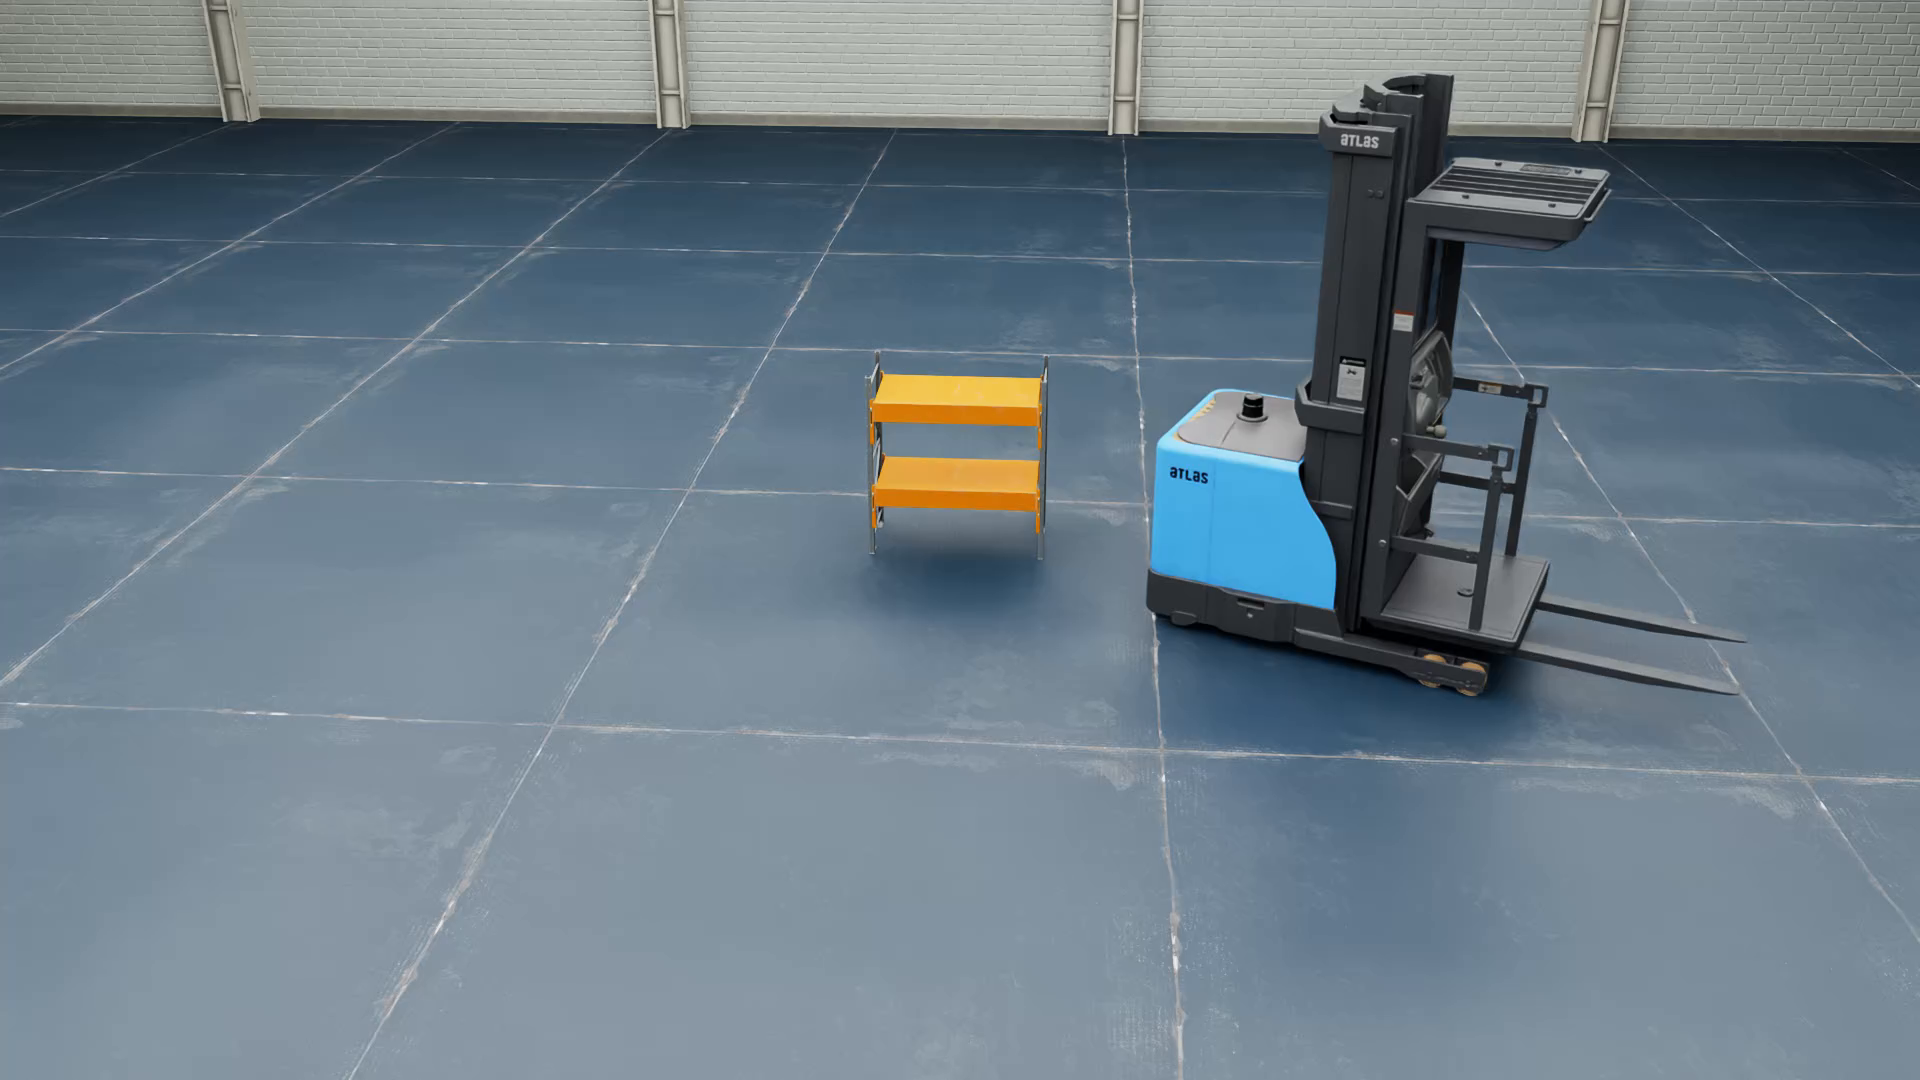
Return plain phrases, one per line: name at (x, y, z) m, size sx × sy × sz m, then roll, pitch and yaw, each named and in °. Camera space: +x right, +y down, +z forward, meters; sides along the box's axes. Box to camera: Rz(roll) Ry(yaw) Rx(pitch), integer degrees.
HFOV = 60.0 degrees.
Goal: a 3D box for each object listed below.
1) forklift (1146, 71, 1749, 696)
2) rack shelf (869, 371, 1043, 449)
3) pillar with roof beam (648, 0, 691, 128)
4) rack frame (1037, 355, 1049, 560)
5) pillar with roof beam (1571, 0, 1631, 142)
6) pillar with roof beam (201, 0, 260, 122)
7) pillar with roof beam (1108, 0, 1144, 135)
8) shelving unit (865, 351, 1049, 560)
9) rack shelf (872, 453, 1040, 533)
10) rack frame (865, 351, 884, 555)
forklift at (2.589, -0.788, 8.456) m, size 3.031 × 2.935 × 1.130 m, roll 12°, pitch 27°, yaw 24°
rack shelf at (-0.007, -0.777, 9.893) m, size 1.000 × 0.278 × 0.538 m, roll 2°, pitch 25°, yaw 4°
pillar with roof beam at (-4.164, -7.853, 16.551) m, size 0.400 × 9.000 × 9.100 m, roll 2°, pitch 25°, yaw 4°
rack frame at (0.500, -0.495, 9.980) m, size 0.032 × 1.125 × 0.500 m, roll 2°, pitch 25°, yaw 4°
pillar with roof beam at (7.801, -7.469, 15.717) m, size 0.400 × 9.000 × 9.100 m, roll 2°, pitch 25°, yaw 4°
pillar with roof beam at (-10.146, -8.045, 16.969) m, size 0.400 × 9.000 × 9.100 m, roll 2°, pitch 25°, yaw 4°
pillar with roof beam at (1.819, -7.661, 16.134) m, size 0.400 × 9.000 × 9.100 m, roll 2°, pitch 25°, yaw 4°
shelving unit at (-0.007, -0.511, 10.015) m, size 1.048 × 1.125 × 0.538 m, roll 2°, pitch 25°, yaw 4°
rack shelf at (-0.007, -0.289, 10.118) m, size 1.000 × 0.278 × 0.538 m, roll 2°, pitch 25°, yaw 4°
rack frame at (-0.514, -0.527, 10.051) m, size 0.032 × 1.125 × 0.500 m, roll 2°, pitch 25°, yaw 4°
